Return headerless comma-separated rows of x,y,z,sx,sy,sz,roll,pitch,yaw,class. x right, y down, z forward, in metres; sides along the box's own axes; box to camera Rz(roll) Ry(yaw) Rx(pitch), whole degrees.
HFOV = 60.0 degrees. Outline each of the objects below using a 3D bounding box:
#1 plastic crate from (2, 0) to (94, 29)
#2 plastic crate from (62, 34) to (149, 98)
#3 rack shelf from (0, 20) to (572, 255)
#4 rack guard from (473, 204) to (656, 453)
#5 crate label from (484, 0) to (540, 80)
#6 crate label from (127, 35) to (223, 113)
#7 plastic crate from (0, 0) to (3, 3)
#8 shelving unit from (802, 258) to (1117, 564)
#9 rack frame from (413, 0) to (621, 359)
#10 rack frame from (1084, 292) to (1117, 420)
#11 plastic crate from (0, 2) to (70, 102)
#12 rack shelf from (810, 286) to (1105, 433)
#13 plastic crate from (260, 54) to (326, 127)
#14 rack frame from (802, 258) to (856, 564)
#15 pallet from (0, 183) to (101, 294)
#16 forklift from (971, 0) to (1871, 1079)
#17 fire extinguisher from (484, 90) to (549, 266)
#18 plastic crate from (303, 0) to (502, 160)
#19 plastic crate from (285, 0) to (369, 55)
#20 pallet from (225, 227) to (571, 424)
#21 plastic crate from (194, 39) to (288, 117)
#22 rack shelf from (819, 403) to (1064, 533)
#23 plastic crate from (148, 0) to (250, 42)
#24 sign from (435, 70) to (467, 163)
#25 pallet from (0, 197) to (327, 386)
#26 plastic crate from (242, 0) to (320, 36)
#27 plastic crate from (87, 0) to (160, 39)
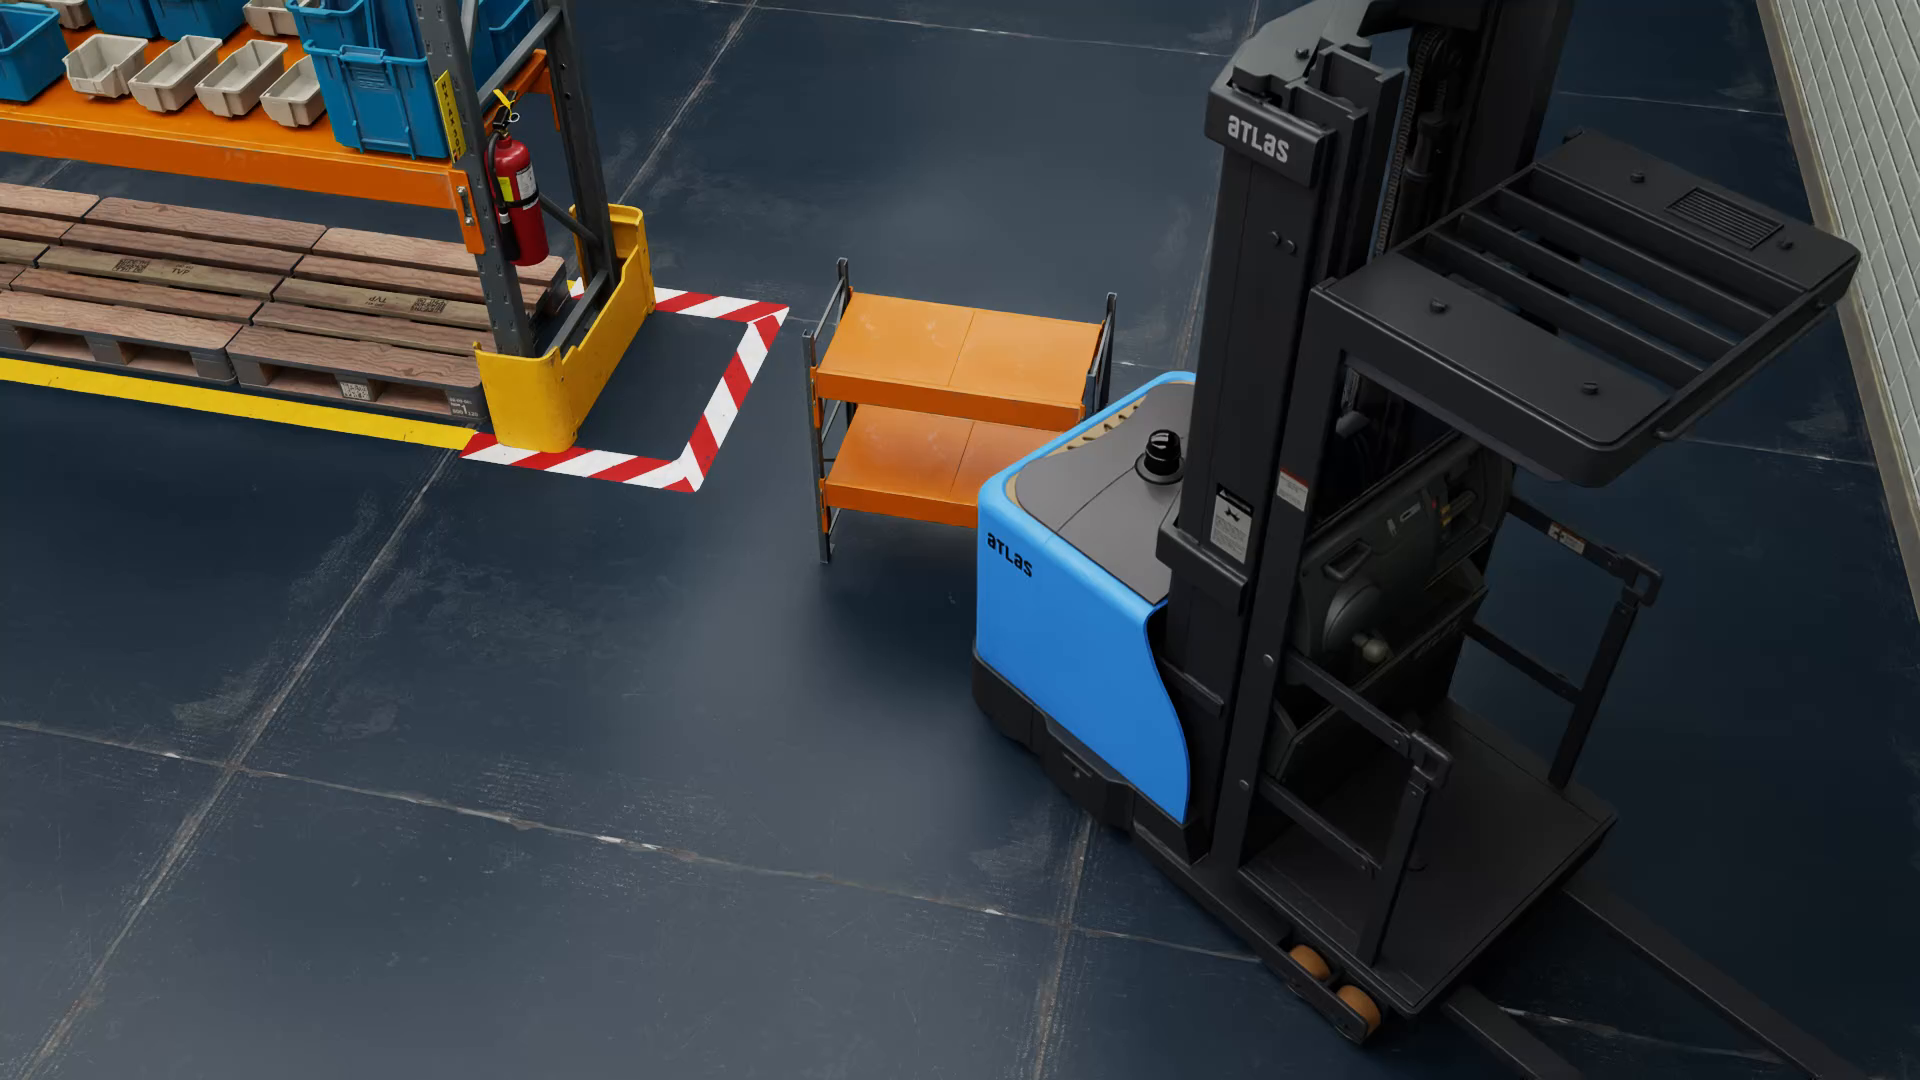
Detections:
-3.893,-2.332,7.157,0.466,0.136,0.293,9,45,9,plastic crate
-3.439,-1.899,6.707,0.250,0.136,0.298,9,45,9,plastic crate
-3.706,-1.904,7.083,4.000,0.370,1.077,9,45,9,rack shelf
-1.728,-0.964,7.391,0.348,0.500,1.175,9,45,9,rack guard
-1.923,-2.081,6.827,0.303,0.233,0.416,9,45,9,crate label
-3.146,-1.867,6.673,0.243,0.136,0.396,9,45,9,crate label
-4.208,-2.089,6.799,0.530,0.282,0.437,9,45,9,plastic crate
0.007,-0.404,6.359,1.048,1.125,0.538,9,45,9,shelving unit
-1.754,-1.860,6.519,0.127,3.000,1.000,9,45,9,rack frame
0.503,-0.327,6.279,0.032,1.125,0.500,9,45,9,rack frame
-3.814,-1.959,6.699,0.300,0.233,0.416,9,45,9,plastic crate
0.007,-0.615,6.156,1.000,0.278,0.538,9,45,9,rack shelf
-2.590,-1.787,6.591,0.243,0.136,0.396,9,45,9,plastic crate
-0.489,-0.481,6.439,0.032,1.125,0.500,9,45,9,rack frame
-4.932,-1.376,8.027,1.213,0.211,1.003,9,45,9,pallet
1.398,0.082,4.551,1.130,2.935,3.031,-32,52,-29,forklift
-1.706,-1.367,6.332,0.183,0.674,0.296,9,45,9,fire extinguisher
-2.122,-1.819,6.408,0.499,0.435,0.616,9,45,9,plastic crate
-2.566,-2.181,6.930,0.300,0.233,0.416,9,45,9,plastic crate
-2.550,-1.006,7.643,1.213,0.211,1.003,9,45,9,pallet
-2.869,-1.841,6.647,0.243,0.136,0.396,9,45,9,plastic crate
0.007,-0.228,6.528,1.000,0.278,0.538,9,45,9,rack shelf
-3.208,-2.281,7.034,0.300,0.233,0.416,9,45,9,plastic crate
-1.858,-1.544,6.073,0.005,0.325,0.100,9,45,9,sign
-3.737,-1.193,7.837,1.213,0.211,1.003,9,45,9,pallet
-2.880,-2.254,7.076,0.298,0.136,0.250,9,45,9,plastic crate
-3.501,-2.326,7.081,0.300,0.233,0.416,9,45,9,plastic crate
